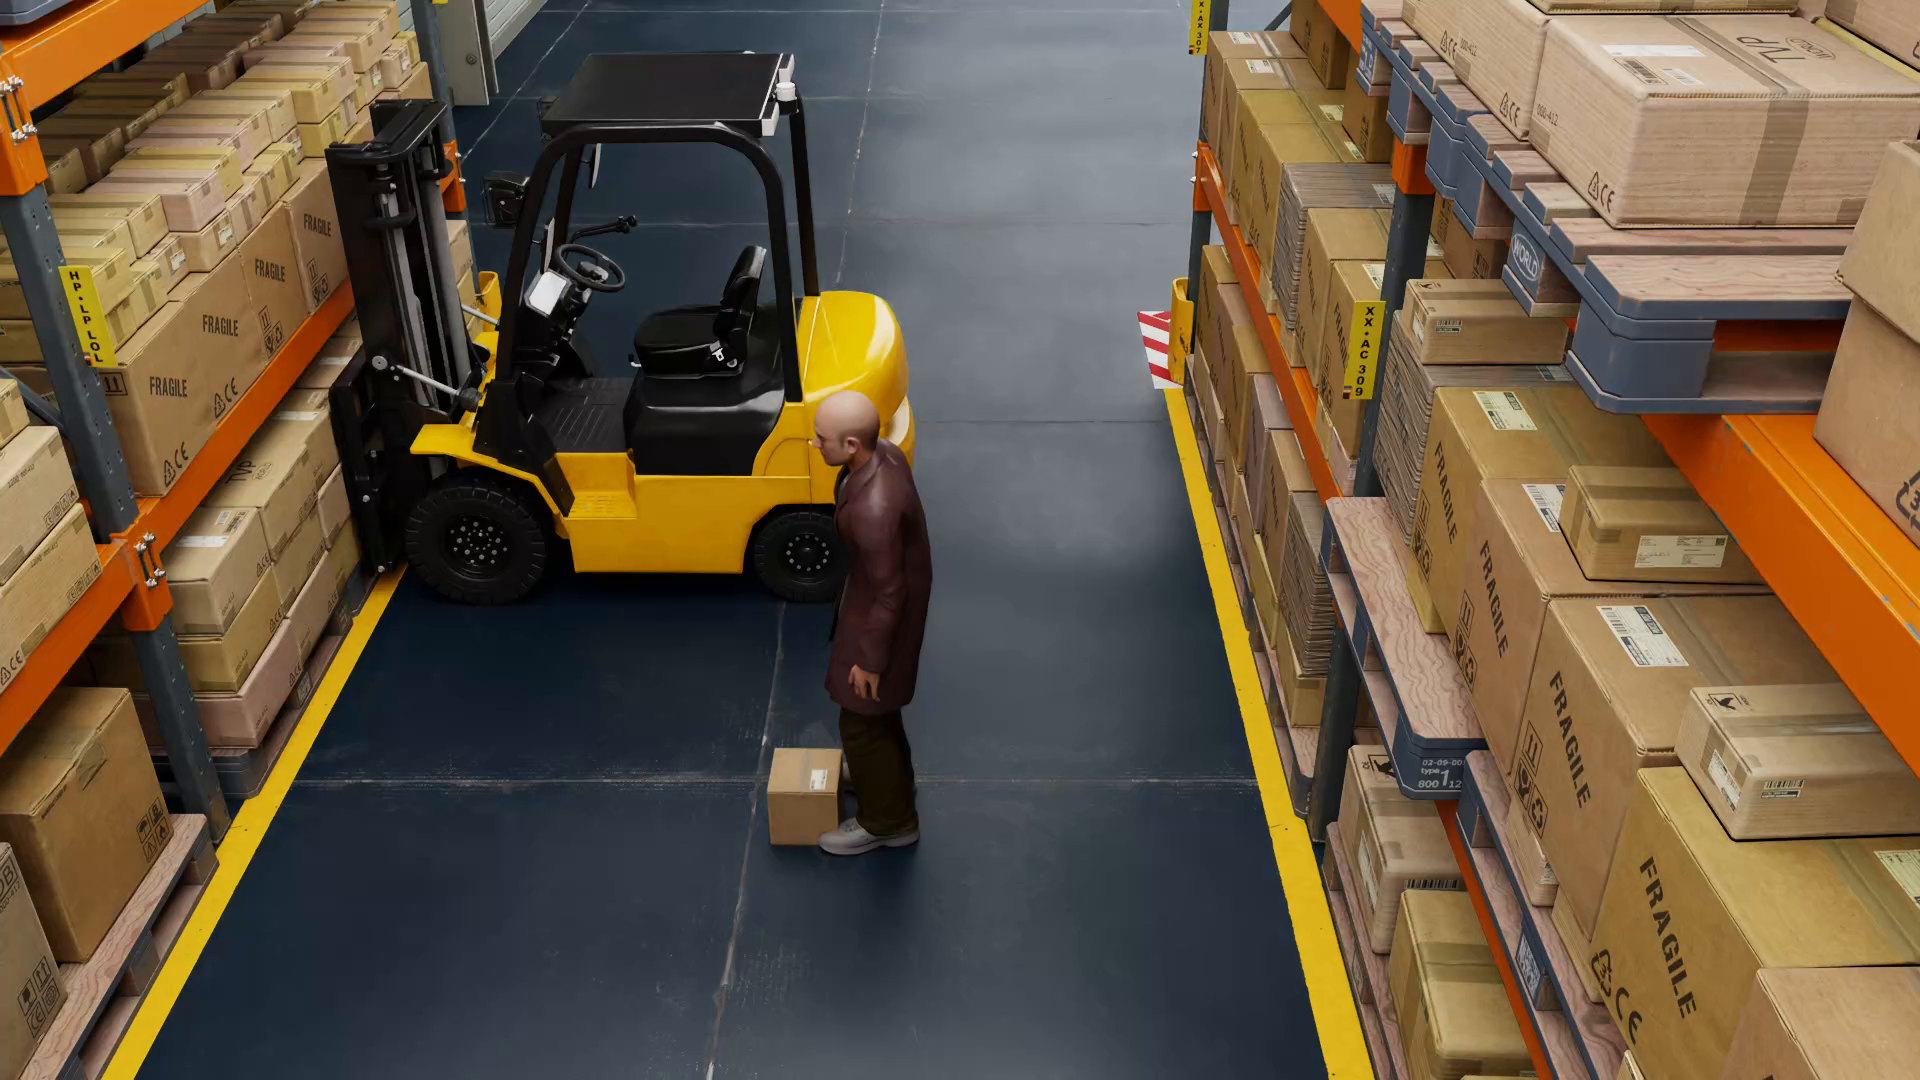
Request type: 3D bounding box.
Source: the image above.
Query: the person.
[{"bbox_3d":[-0.308,0.283,5.682,0.429,1.772,0.643,-2,31,-3],"label":"person"}]
